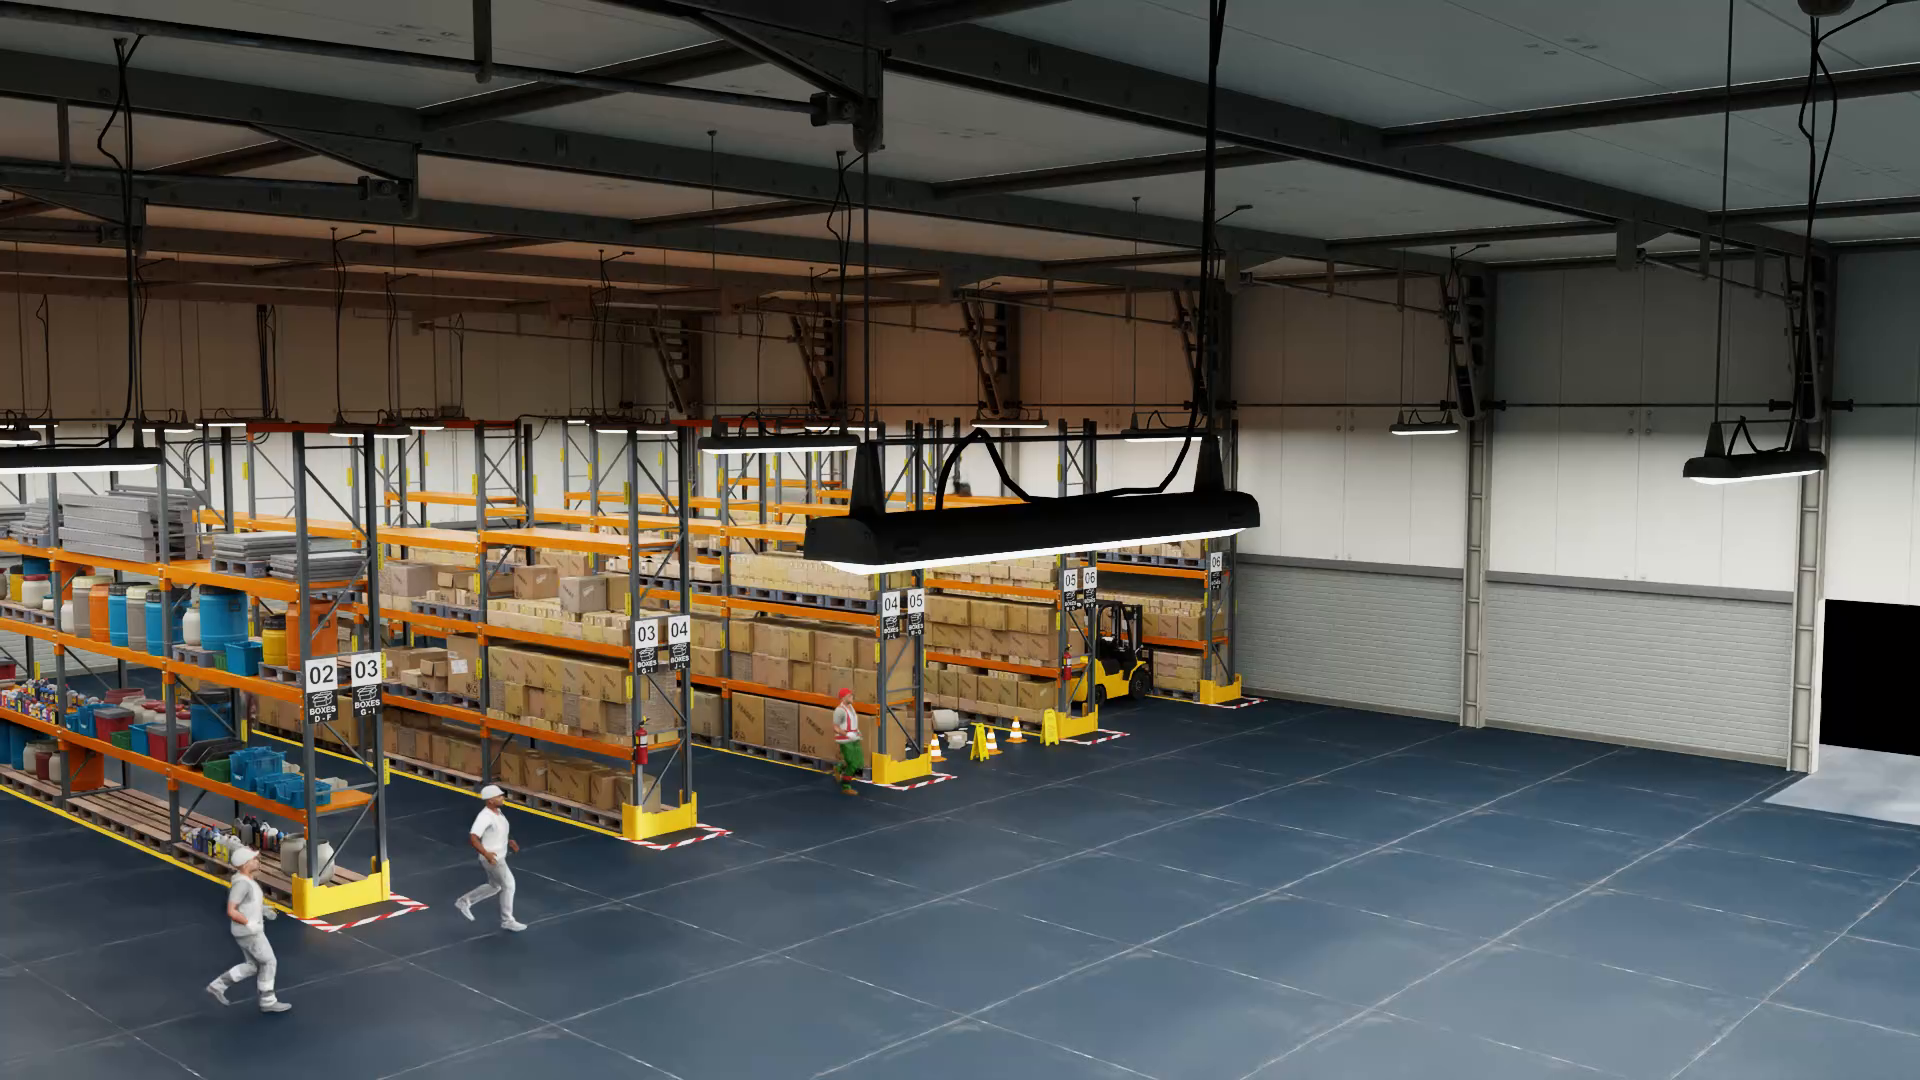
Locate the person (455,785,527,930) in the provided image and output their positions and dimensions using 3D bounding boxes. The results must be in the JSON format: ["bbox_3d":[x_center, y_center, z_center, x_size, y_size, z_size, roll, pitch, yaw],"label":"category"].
[{"bbox_3d":[-5.669,3.824,20.024,0.865,1.767,0.721,-1,5,-7],"label":"person"}]

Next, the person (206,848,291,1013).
[{"bbox_3d":[-7.375,4.049,17.181,0.812,1.753,0.690,-2,5,-24],"label":"person"}]

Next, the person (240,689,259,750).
[{"bbox_3d":[-12.086,3.173,27.857,0.835,1.851,0.672,3,5,28],"label":"person"}]

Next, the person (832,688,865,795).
[{"bbox_3d":[-1.821,3.263,26.992,0.548,1.740,0.657,2,5,22],"label":"person"}]
